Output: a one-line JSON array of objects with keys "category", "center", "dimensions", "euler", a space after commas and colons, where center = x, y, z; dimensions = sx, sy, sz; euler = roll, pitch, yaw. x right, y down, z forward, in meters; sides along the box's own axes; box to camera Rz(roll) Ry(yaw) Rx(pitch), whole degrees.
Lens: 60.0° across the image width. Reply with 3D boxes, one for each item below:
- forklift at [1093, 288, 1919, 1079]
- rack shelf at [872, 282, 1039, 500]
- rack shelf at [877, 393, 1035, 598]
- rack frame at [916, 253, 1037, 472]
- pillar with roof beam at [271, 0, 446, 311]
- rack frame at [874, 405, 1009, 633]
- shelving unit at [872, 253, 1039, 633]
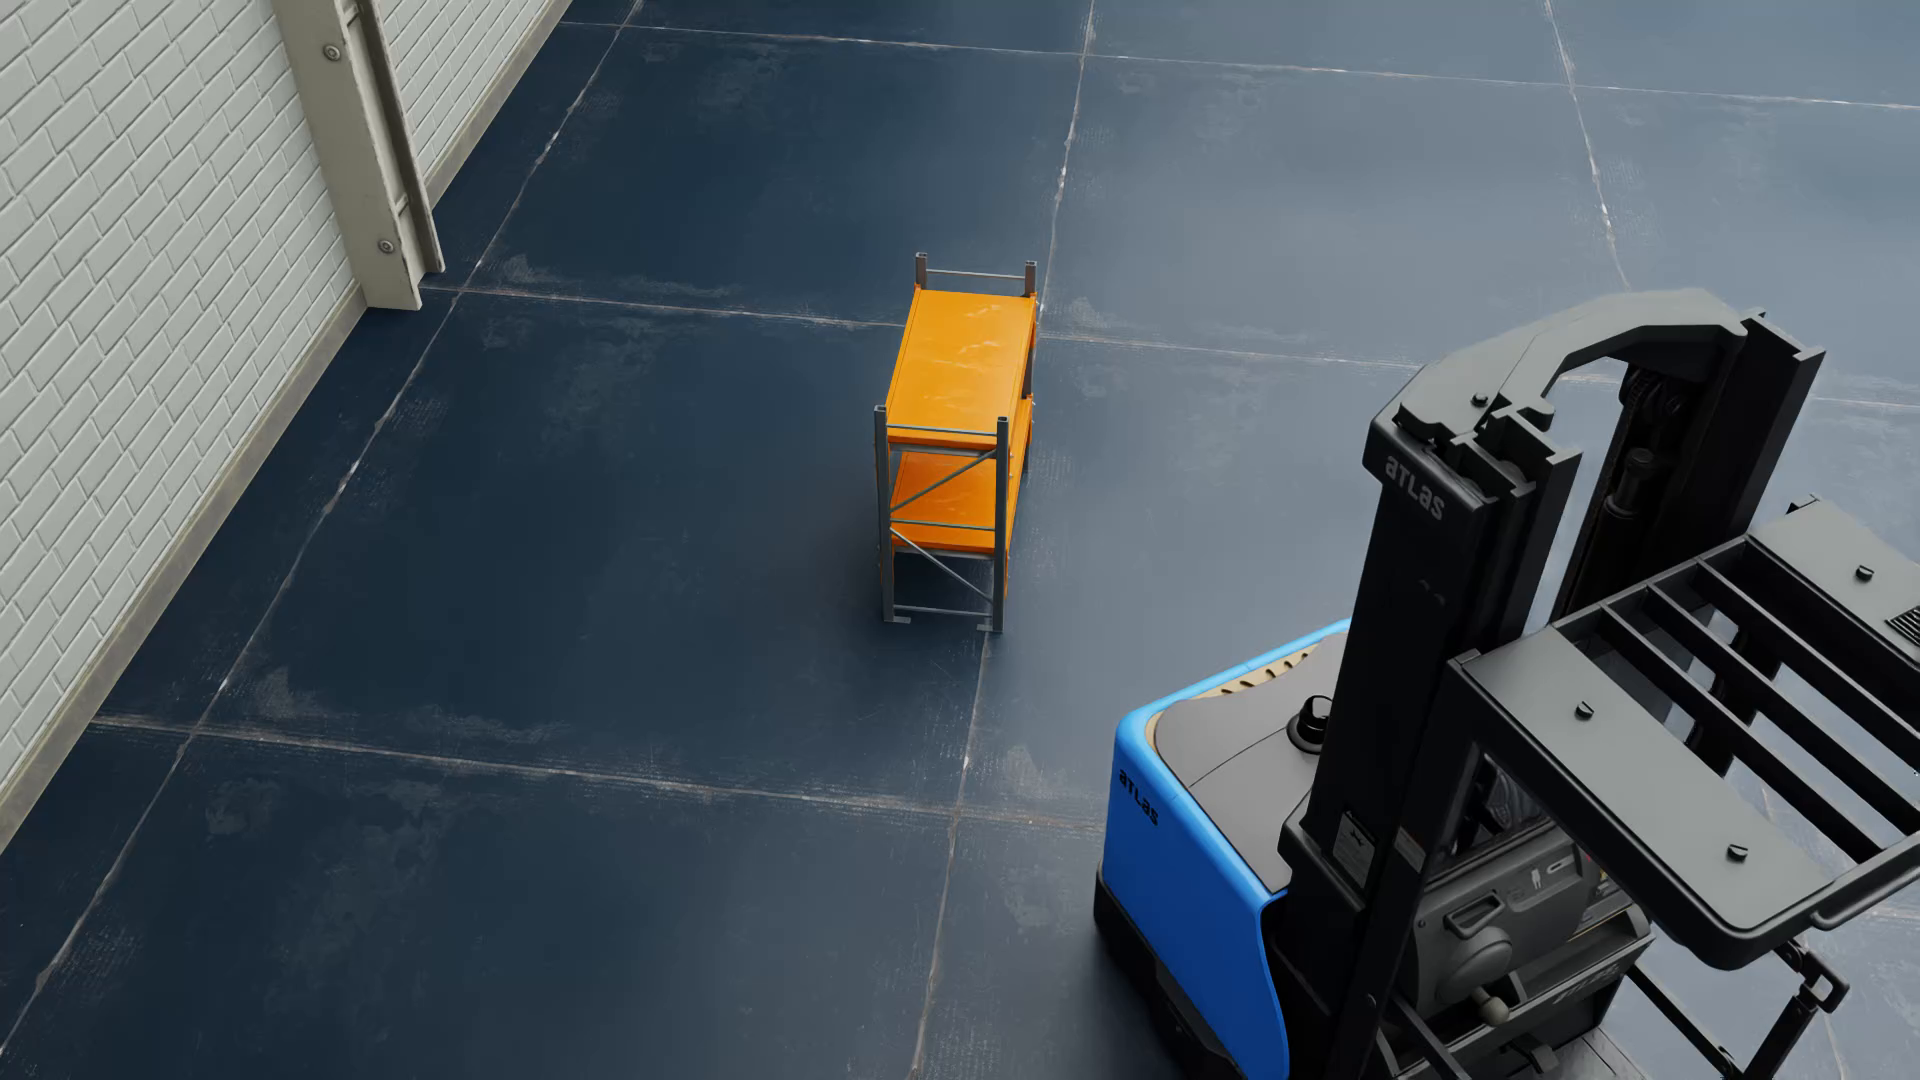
[{"category": "forklift", "center": [1.614, 0.997, 4.087], "dimensions": [1.130, 2.935, 3.031], "euler": [-21, 47, -20]}, {"category": "rack shelf", "center": [-0.001, -0.616, 6.679], "dimensions": [0.538, 0.278, 1.000], "euler": [5, 44, 6]}, {"category": "rack shelf", "center": [-0.001, -0.226, 7.049], "dimensions": [0.538, 0.278, 1.000], "euler": [5, 44, 6]}, {"category": "rack frame", "center": [0.066, -0.750, 7.246], "dimensions": [0.500, 1.125, 0.032], "euler": [5, 44, 6]}, {"category": "pillar with roof beam", "center": [1.369, -4.200, 5.163], "dimensions": [9.100, 9.000, 0.400], "euler": [5, 44, 6]}, {"category": "rack frame", "center": [-0.068, -0.057, 6.515], "dimensions": [0.500, 1.125, 0.032], "euler": [5, 44, 6]}, {"category": "shelving unit", "center": [-0.001, -0.404, 6.881], "dimensions": [0.538, 1.125, 1.048], "euler": [5, 44, 6]}]
